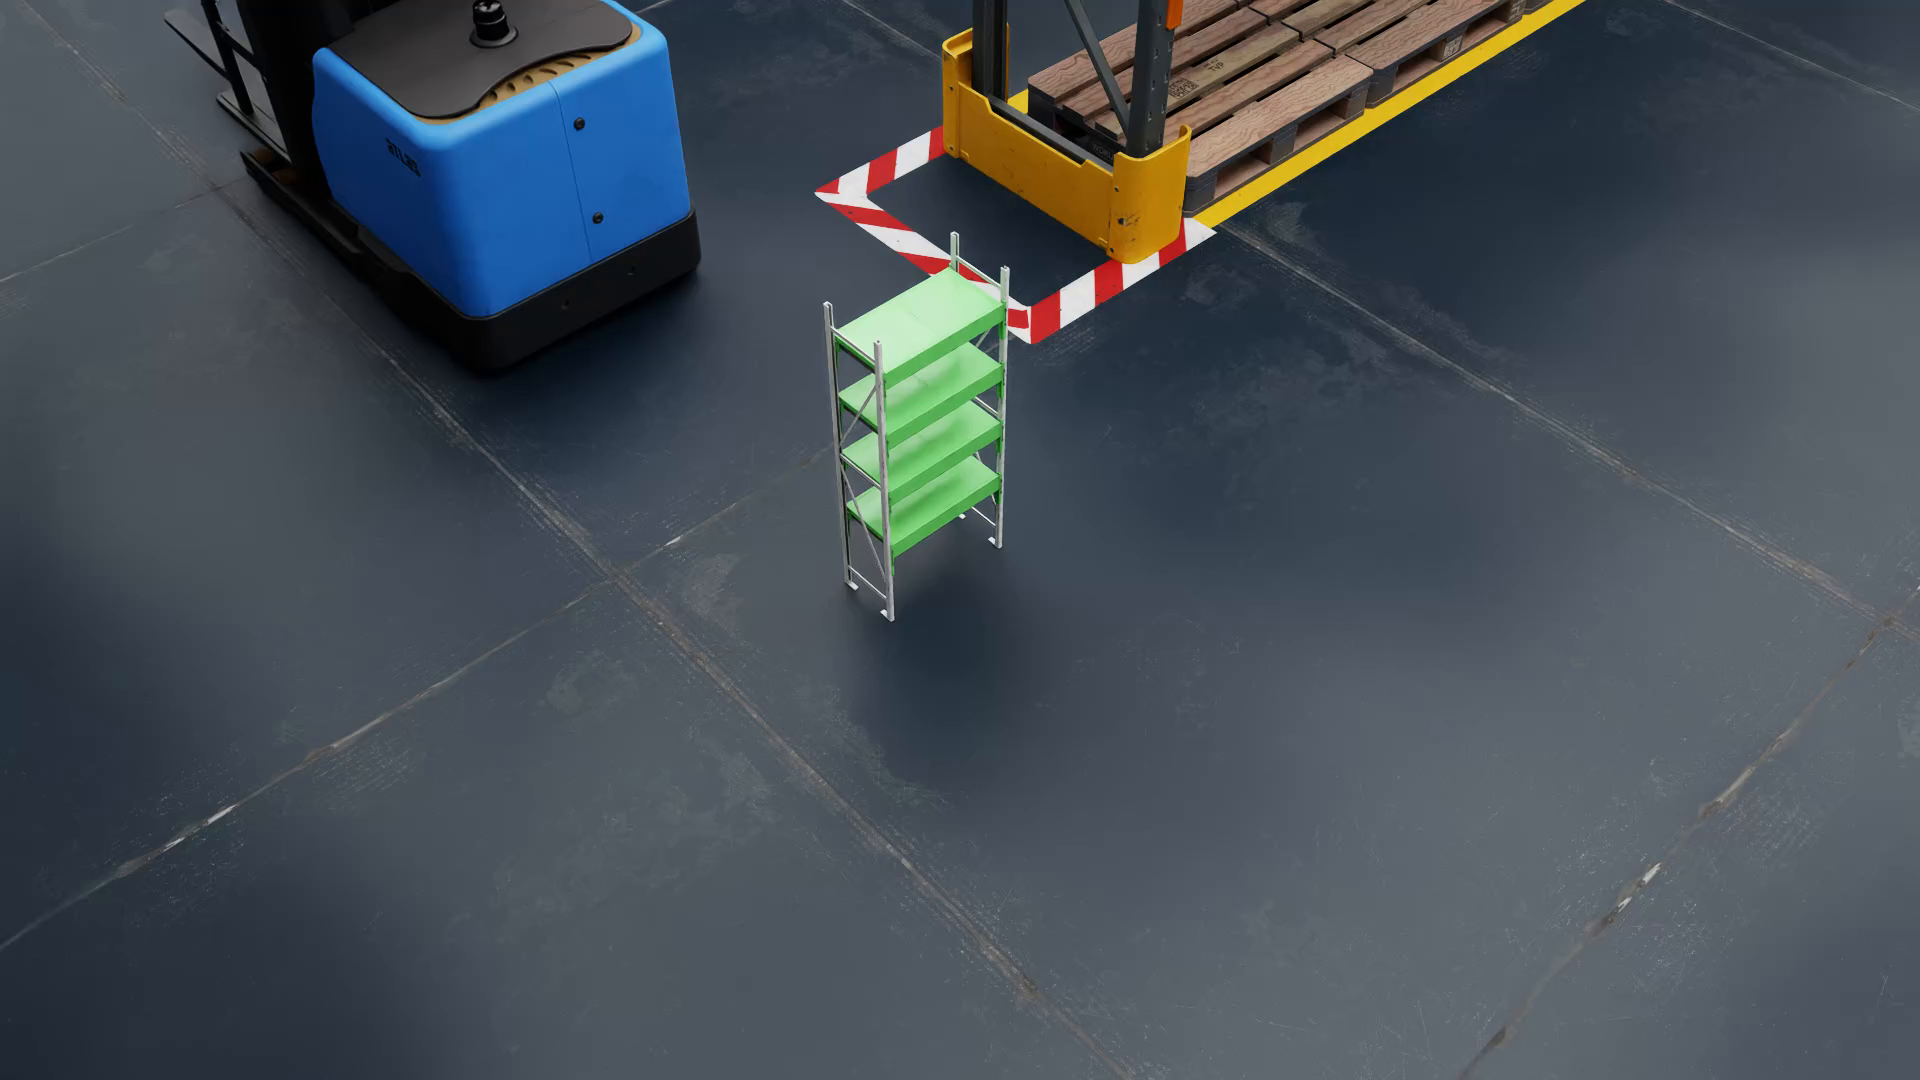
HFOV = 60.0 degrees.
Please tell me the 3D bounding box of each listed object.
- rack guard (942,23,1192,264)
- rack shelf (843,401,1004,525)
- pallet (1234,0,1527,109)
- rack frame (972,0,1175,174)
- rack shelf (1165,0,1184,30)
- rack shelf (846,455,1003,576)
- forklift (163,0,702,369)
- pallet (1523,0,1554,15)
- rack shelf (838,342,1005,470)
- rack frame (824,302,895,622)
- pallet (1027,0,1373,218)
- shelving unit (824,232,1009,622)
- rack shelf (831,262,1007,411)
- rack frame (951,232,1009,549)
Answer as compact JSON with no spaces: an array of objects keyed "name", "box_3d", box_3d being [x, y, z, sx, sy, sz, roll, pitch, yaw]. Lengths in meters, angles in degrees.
[{"name":"rack guard","box_3d":[0.420,-1.677,6.958,0.348,0.500,1.175,-34,56,-27]},{"name":"rack shelf","box_3d":[-0.122,-0.282,5.280,0.480,0.148,0.258,-34,56,-27]},{"name":"pallet","box_3d":[1.968,-2.585,7.992,1.213,0.211,1.003,-34,56,-27]},{"name":"rack frame","box_3d":[0.429,-2.544,6.056,0.127,3.000,1.000,-34,56,-27]},{"name":"rack shelf","box_3d":[1.909,-3.289,7.233,4.000,0.370,1.077,-34,56,-27]},{"name":"rack shelf","box_3d":[-0.122,-0.119,5.457,0.480,0.148,0.258,-34,56,-27]},{"name":"forklift","box_3d":[-2.413,-2.632,6.184,1.130,2.935,3.031,-34,56,-28]},{"name":"pallet","box_3d":[2.871,-3.191,8.551,1.213,0.211,1.003,-34,56,-27]},{"name":"rack shelf","box_3d":[-0.122,-0.444,5.104,0.480,0.148,0.258,-34,56,-27]},{"name":"rack frame","box_3d":[-0.303,-0.204,5.122,0.015,1.200,0.240,-34,56,-27]},{"name":"pallet","box_3d":[1.065,-1.985,7.438,1.213,0.211,1.003,-34,56,-27]},{"name":"shelving unit","box_3d":[-0.122,-0.325,5.234,0.503,1.200,0.258,-34,56,-27]},{"name":"rack shelf","box_3d":[-0.122,-0.607,4.928,0.480,0.148,0.258,-34,56,-27]},{"name":"rack frame","box_3d":[0.058,-0.446,5.345,0.015,1.200,0.240,-34,56,-27]}]
